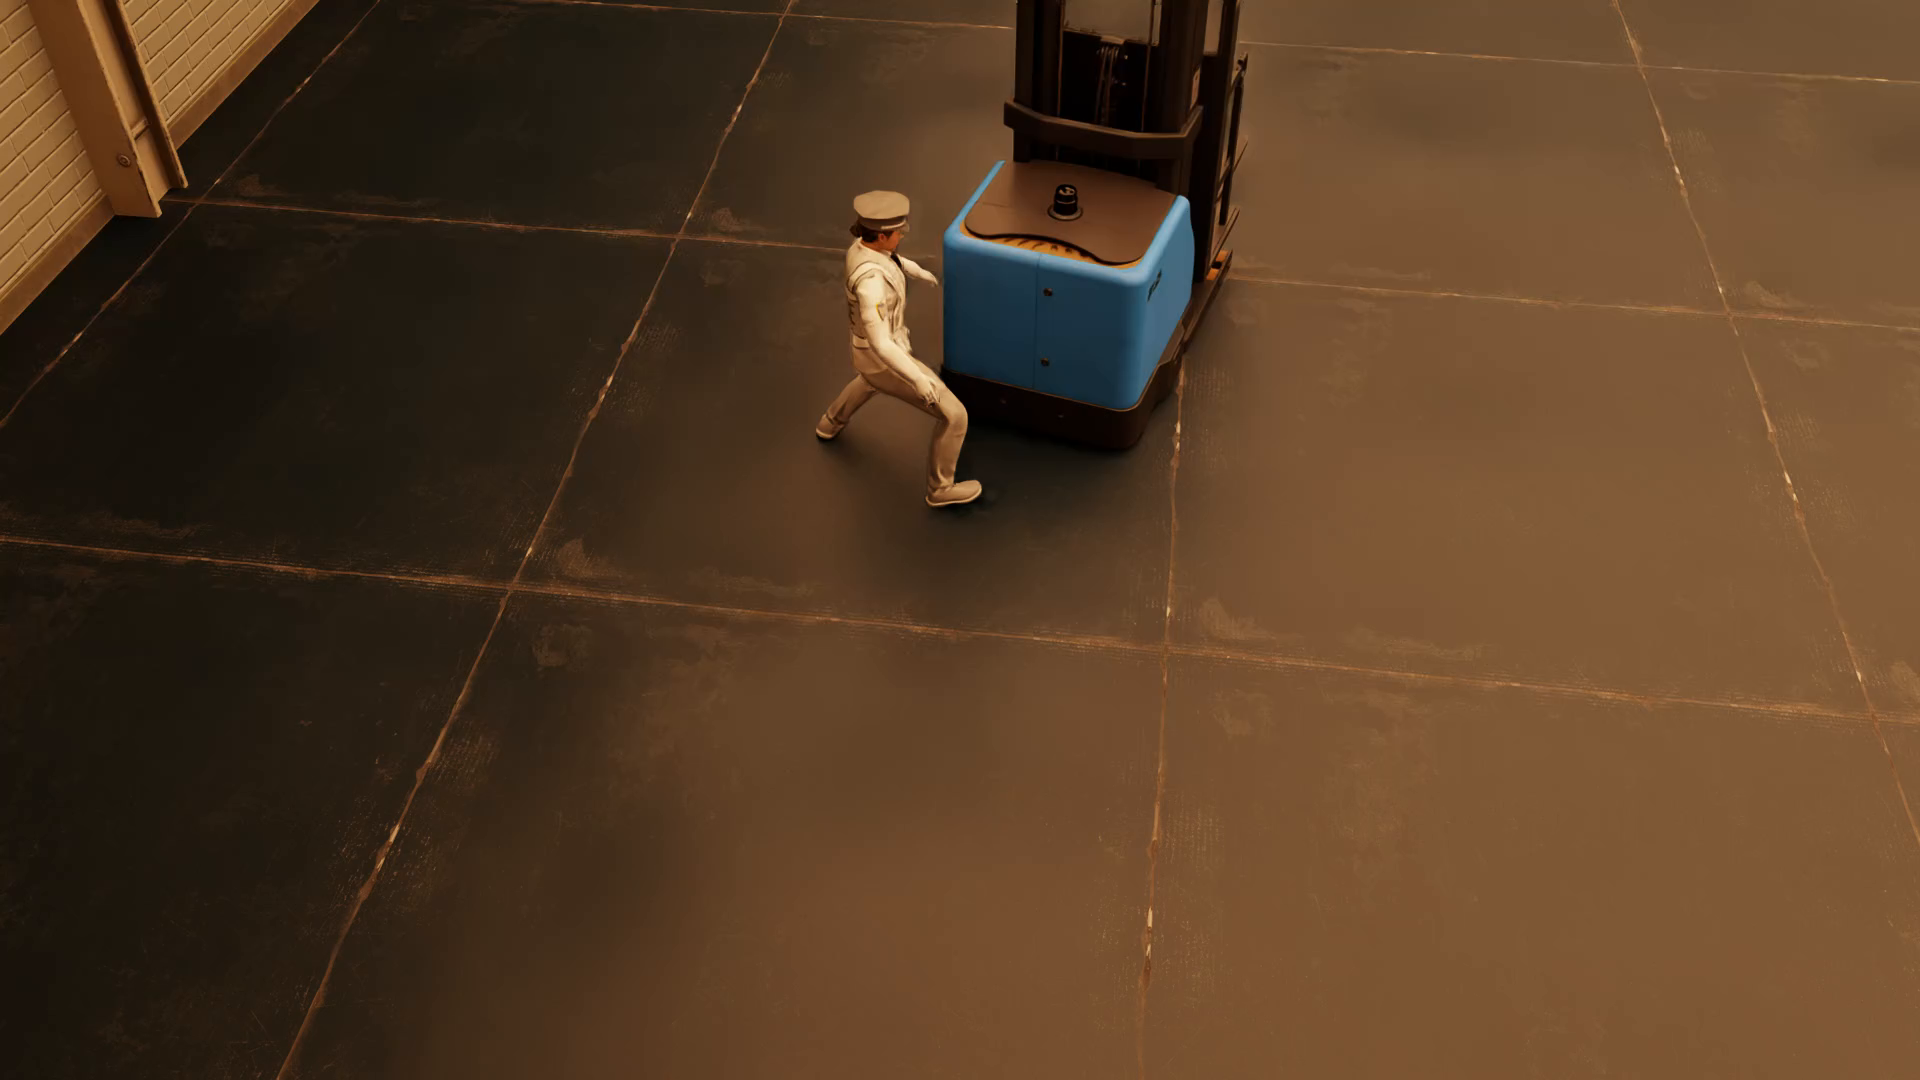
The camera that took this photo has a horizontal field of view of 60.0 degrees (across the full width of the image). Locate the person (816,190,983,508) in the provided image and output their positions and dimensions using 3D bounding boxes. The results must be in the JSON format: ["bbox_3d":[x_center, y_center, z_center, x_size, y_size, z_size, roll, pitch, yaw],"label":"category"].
[{"bbox_3d":[-0.315,-0.946,7.837,0.774,1.537,0.899,-4,43,-5],"label":"person"}]

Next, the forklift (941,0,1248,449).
[{"bbox_3d":[0.912,-2.541,8.491,1.130,2.935,3.031,15,45,16],"label":"forklift"}]
